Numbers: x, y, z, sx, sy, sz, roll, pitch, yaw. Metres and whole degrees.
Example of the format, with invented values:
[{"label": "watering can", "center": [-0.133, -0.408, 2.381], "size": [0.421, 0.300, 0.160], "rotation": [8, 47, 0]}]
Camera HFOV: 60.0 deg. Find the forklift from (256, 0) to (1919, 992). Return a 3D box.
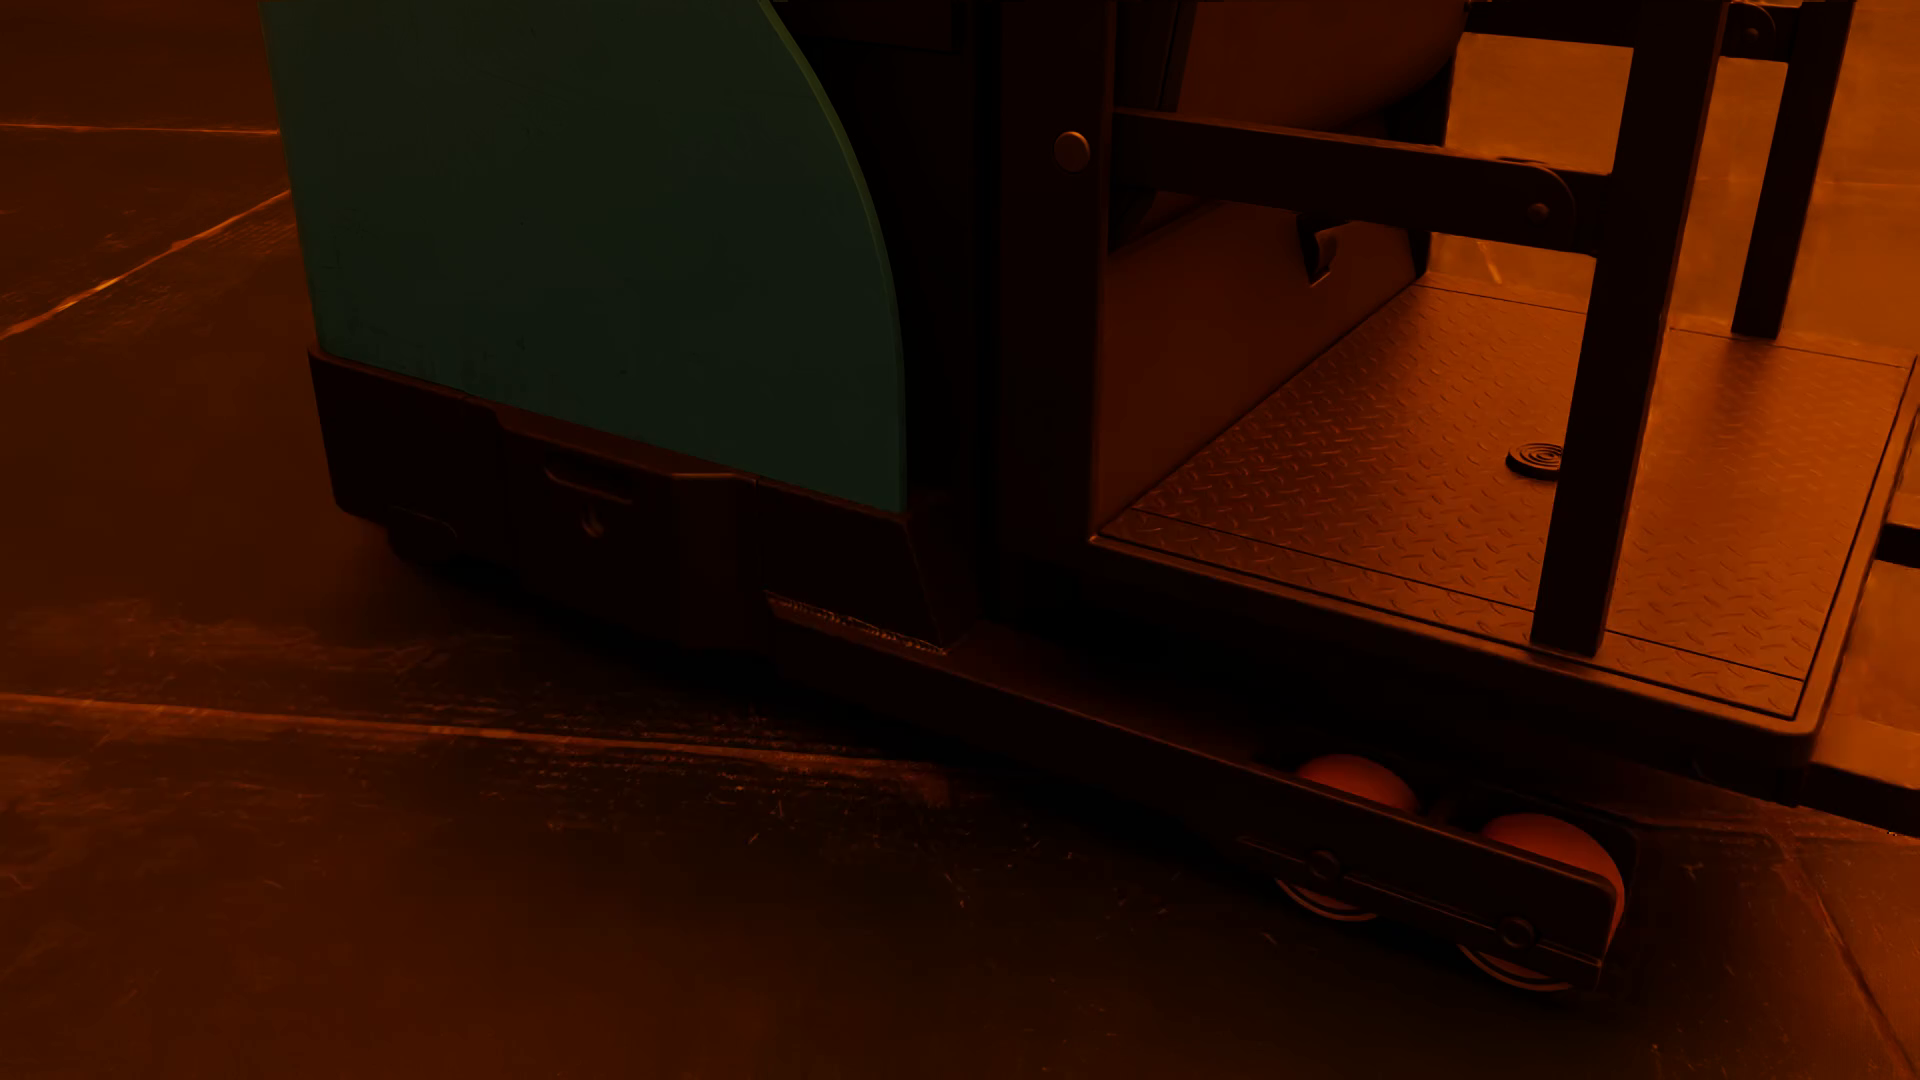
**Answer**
[{"label": "forklift", "center": [0.589, -1.145, 1.512], "size": [3.031, 2.935, 1.130], "rotation": [16, 31, 29]}]
